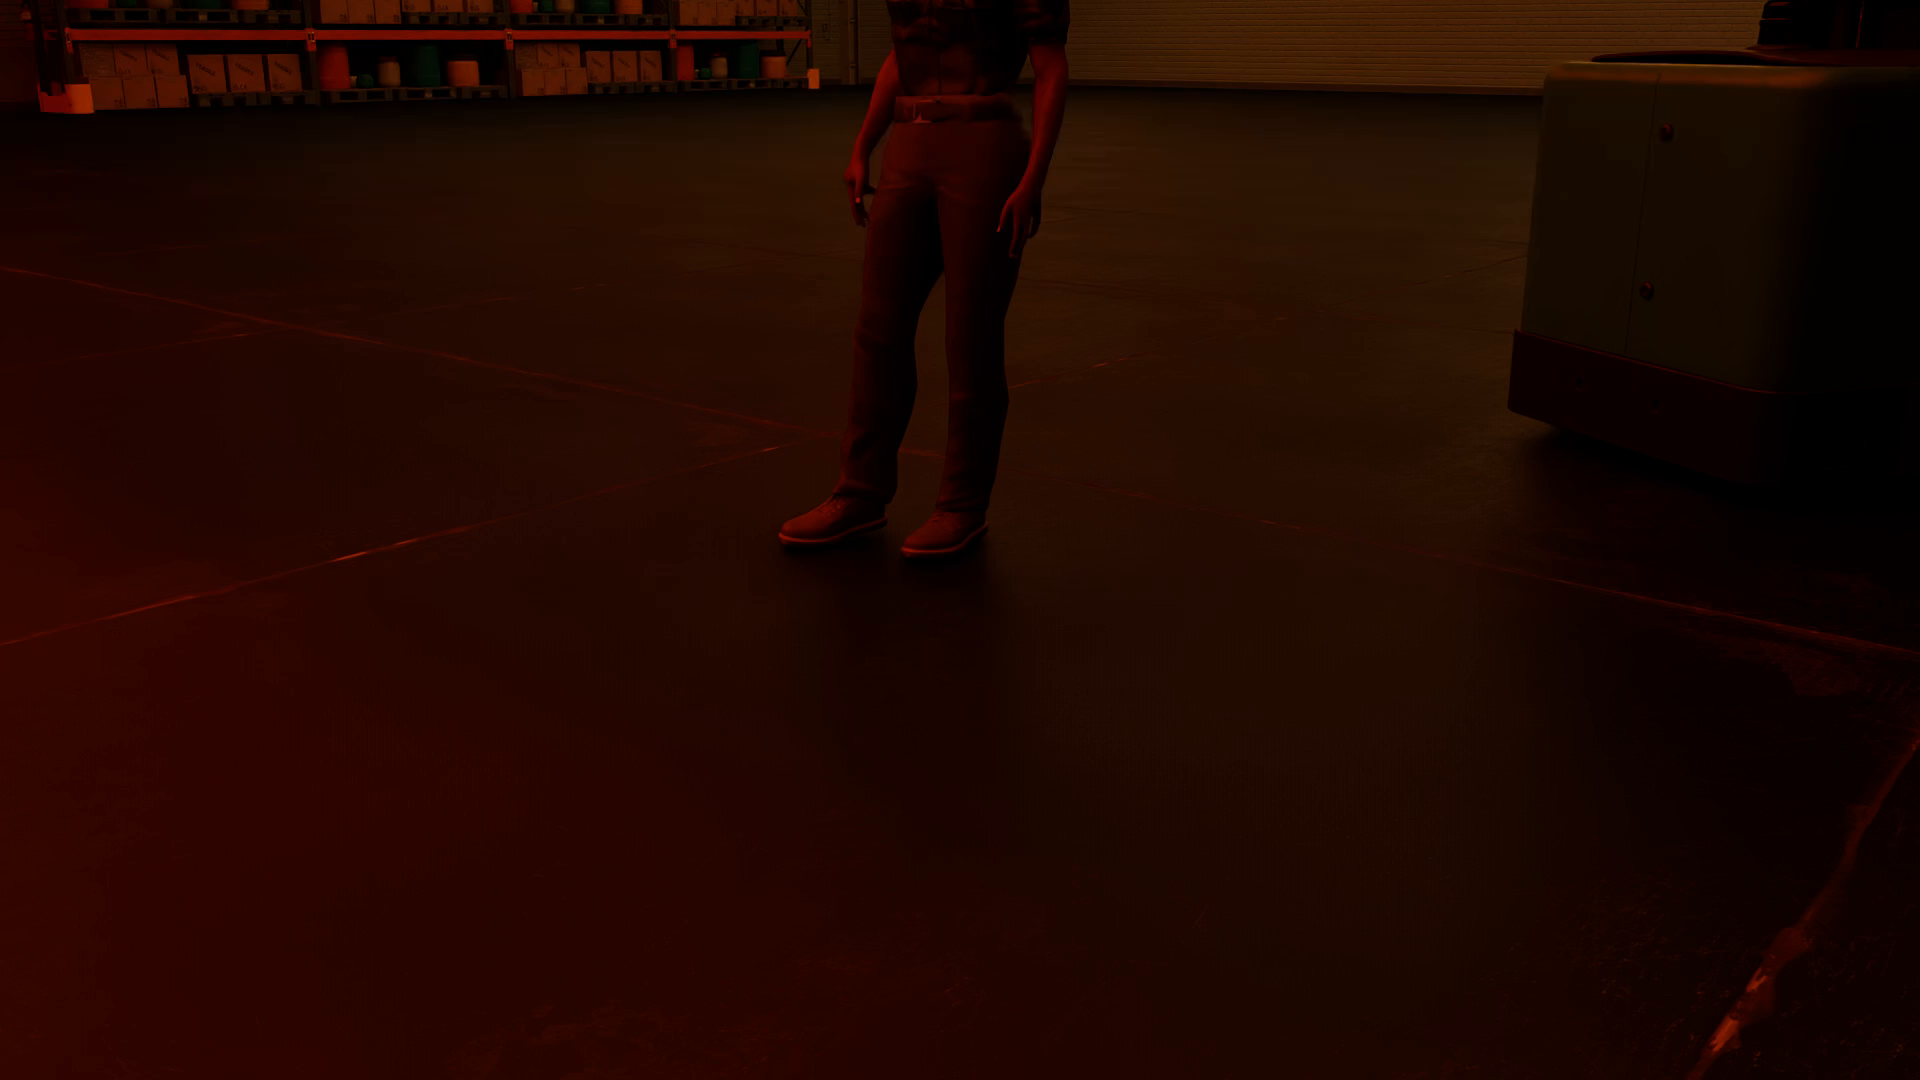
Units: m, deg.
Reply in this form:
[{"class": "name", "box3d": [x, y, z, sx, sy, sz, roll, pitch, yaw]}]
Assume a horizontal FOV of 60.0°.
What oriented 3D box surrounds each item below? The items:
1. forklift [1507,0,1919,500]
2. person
[{"class": "forklift", "box3d": [3.216, -1.743, 4.637, 3.031, 2.935, 1.130, -6, 18, -18]}, {"class": "person", "box3d": [-0.071, -0.783, 3.647, 0.569, 1.656, 0.503, 13, 21, 37]}]
